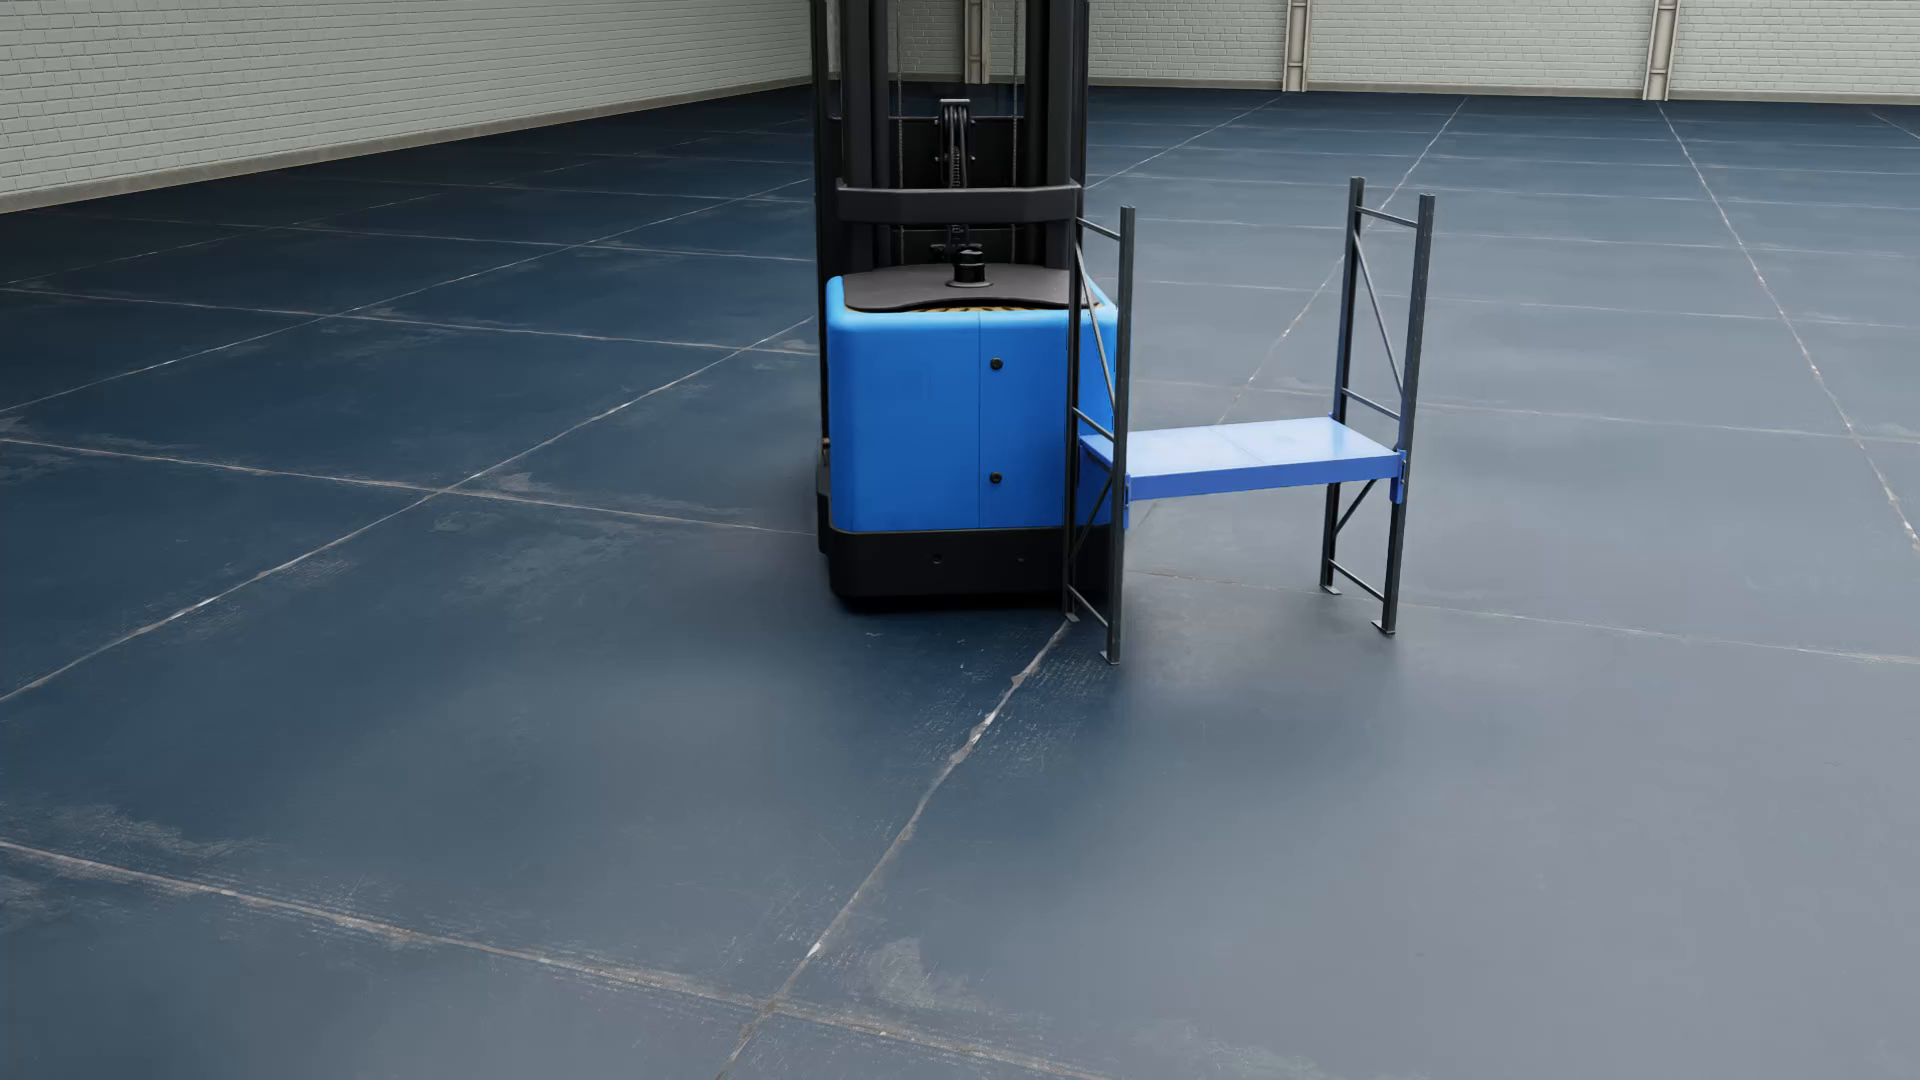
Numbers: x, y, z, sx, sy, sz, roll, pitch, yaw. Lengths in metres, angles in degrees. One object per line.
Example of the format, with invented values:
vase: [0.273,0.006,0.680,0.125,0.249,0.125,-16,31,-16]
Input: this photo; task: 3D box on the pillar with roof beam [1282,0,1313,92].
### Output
pillar with roof beam: [4.578,-10.955,24.448,0.400,9.000,9.100,7,20,18]

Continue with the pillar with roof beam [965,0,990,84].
pillar with roof beam: [-1.090,-11.603,26.307,0.400,9.000,9.100,7,20,18]

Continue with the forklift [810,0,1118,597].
forklift: [-0.061,-1.622,6.892,1.130,2.935,3.031,-2,19,-5]

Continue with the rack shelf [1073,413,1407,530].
rack shelf: [0.935,-0.246,5.667,1.000,0.185,0.538,-5,20,-15]

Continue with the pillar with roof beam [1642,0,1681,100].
pillar with roof beam: [10.245,-10.307,22.589,0.400,9.000,9.100,7,20,18]

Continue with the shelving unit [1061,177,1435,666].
shelving unit: [0.935,-0.416,5.608,1.048,1.500,0.538,-5,20,-15]

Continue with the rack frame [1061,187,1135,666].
rack frame: [0.446,-0.371,5.477,0.032,1.500,0.500,-5,20,-15]

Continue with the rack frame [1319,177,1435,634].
rack frame: [1.424,-0.462,5.739,0.032,1.500,0.500,-5,20,-15]
